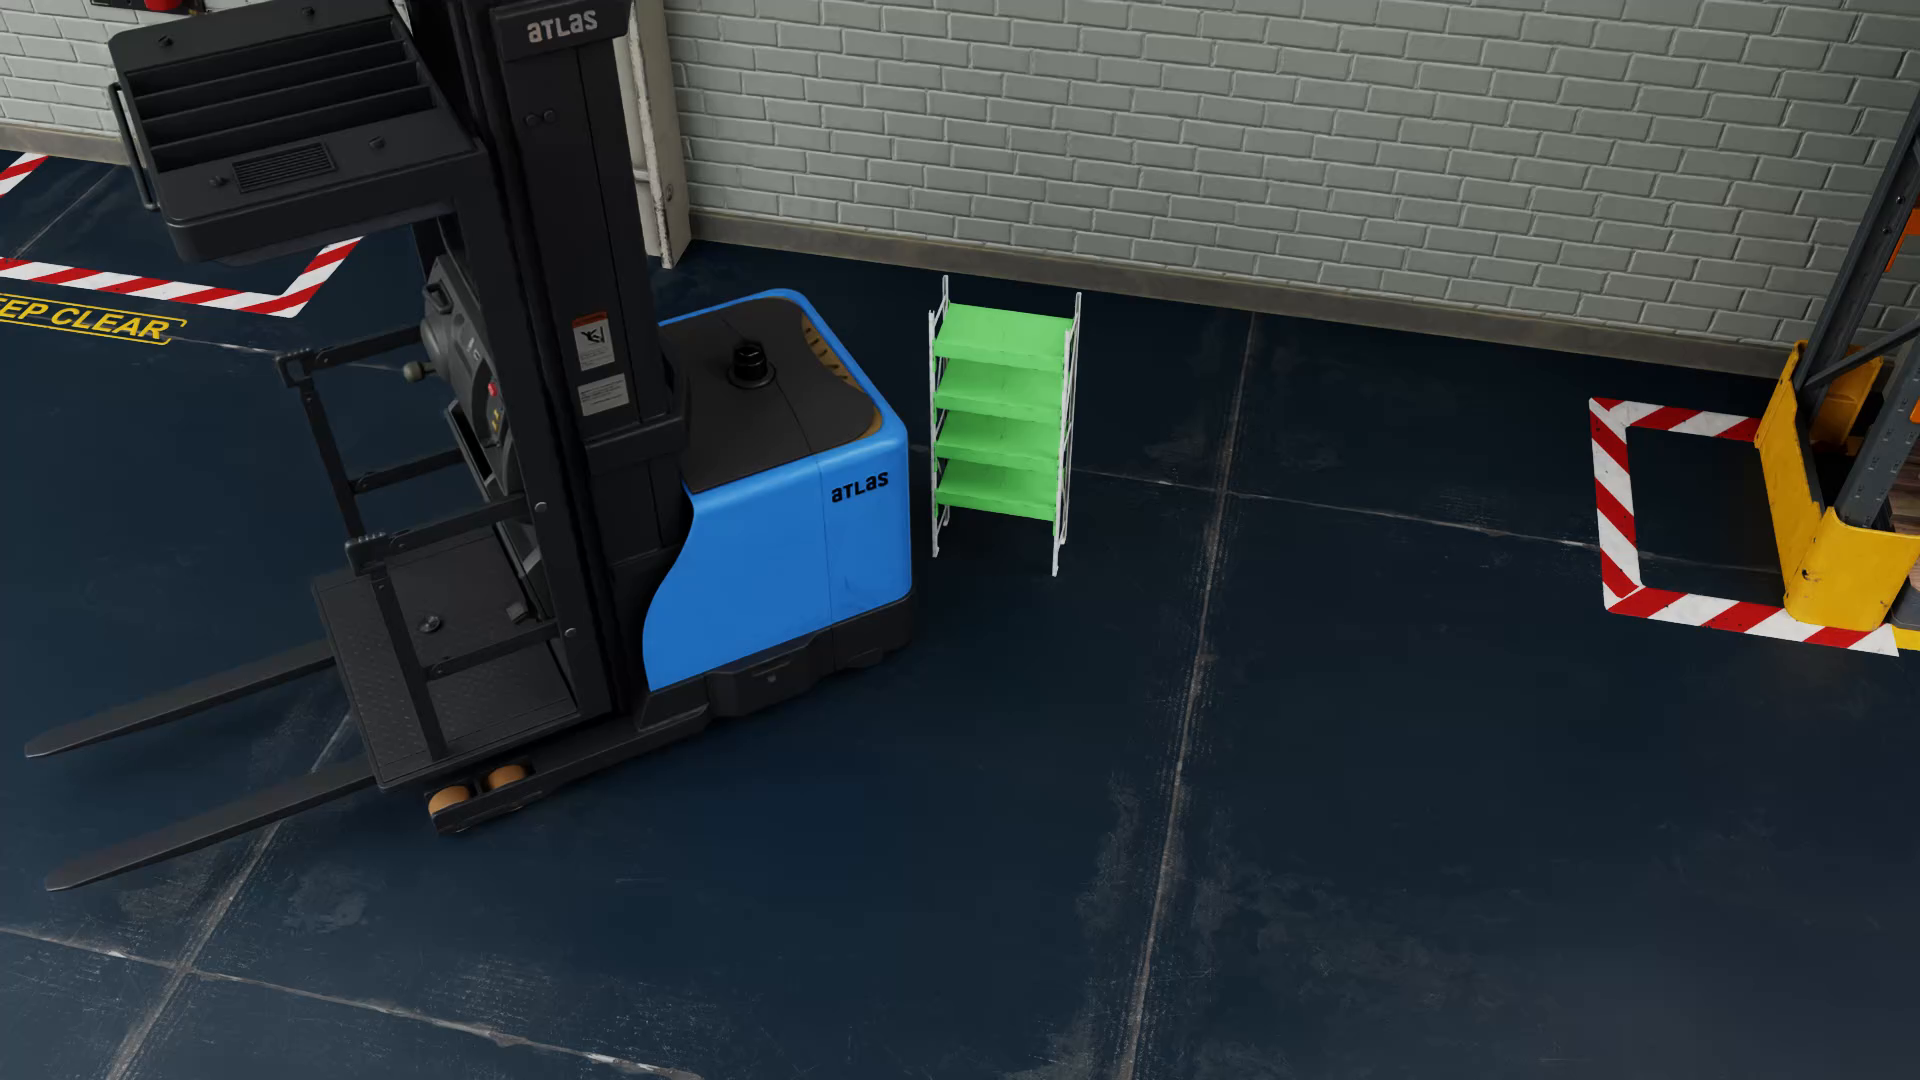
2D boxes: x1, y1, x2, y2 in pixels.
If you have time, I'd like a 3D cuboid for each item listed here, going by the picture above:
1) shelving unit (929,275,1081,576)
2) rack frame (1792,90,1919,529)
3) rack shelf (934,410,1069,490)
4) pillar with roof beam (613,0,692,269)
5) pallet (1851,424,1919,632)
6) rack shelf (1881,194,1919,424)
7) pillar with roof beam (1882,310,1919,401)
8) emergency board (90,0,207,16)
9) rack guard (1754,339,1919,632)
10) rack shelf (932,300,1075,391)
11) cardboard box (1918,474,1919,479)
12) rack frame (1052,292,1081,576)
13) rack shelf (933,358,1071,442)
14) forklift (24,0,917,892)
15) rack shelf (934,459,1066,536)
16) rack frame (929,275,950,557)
[{"bbox_3d":[0.162,-0.407,6.308,0.503,1.200,0.258,9,45,9],"label":"shelving unit"},{"bbox_3d":[3.421,-1.151,5.783,0.127,3.000,1.000,9,45,9],"label":"rack frame"},{"bbox_3d":[0.162,-0.361,6.352,0.480,0.148,0.258,9,45,9],"label":"rack shelf"},{"bbox_3d":[-2.503,-1.787,2.118,0.400,9.000,9.100,9,45,9],"label":"pillar with roof beam"},{"bbox_3d":[4.280,0.012,6.585,1.213,0.211,1.003,9,45,9],"label":"pallet"},{"bbox_3d":[5.372,-0.589,5.718,4.000,0.370,1.077,9,45,9],"label":"rack shelf"},{"bbox_3d":[3.353,-0.879,1.174,0.400,9.000,9.100,9,45,9],"label":"pillar with roof beam"},{"bbox_3d":[-3.966,-2.939,7.641,0.643,1.169,0.194,9,45,9],"label":"emergency board"},{"bbox_3d":[3.495,-0.239,6.638,0.348,0.500,1.175,9,45,9],"label":"rack guard"},{"bbox_3d":[0.162,-0.707,6.019,0.480,0.148,0.258,9,45,9],"label":"rack shelf"},{"bbox_3d":[4.076,-0.175,6.391,0.500,0.311,0.500,4,44,4],"label":"cardboard box"},{"bbox_3d":[0.400,-0.370,6.270,0.015,1.200,0.240,9,45,9],"label":"rack frame"},{"bbox_3d":[0.162,-0.534,6.186,0.480,0.148,0.258,9,45,9],"label":"rack shelf"},{"bbox_3d":[-1.710,-0.473,5.128,3.031,2.935,1.130,-20,47,-20],"label":"forklift"},{"bbox_3d":[0.162,-0.188,6.519,0.480,0.148,0.258,9,45,9],"label":"rack shelf"},{"bbox_3d":[-0.077,-0.444,6.346,0.015,1.200,0.240,9,45,9],"label":"rack frame"}]
